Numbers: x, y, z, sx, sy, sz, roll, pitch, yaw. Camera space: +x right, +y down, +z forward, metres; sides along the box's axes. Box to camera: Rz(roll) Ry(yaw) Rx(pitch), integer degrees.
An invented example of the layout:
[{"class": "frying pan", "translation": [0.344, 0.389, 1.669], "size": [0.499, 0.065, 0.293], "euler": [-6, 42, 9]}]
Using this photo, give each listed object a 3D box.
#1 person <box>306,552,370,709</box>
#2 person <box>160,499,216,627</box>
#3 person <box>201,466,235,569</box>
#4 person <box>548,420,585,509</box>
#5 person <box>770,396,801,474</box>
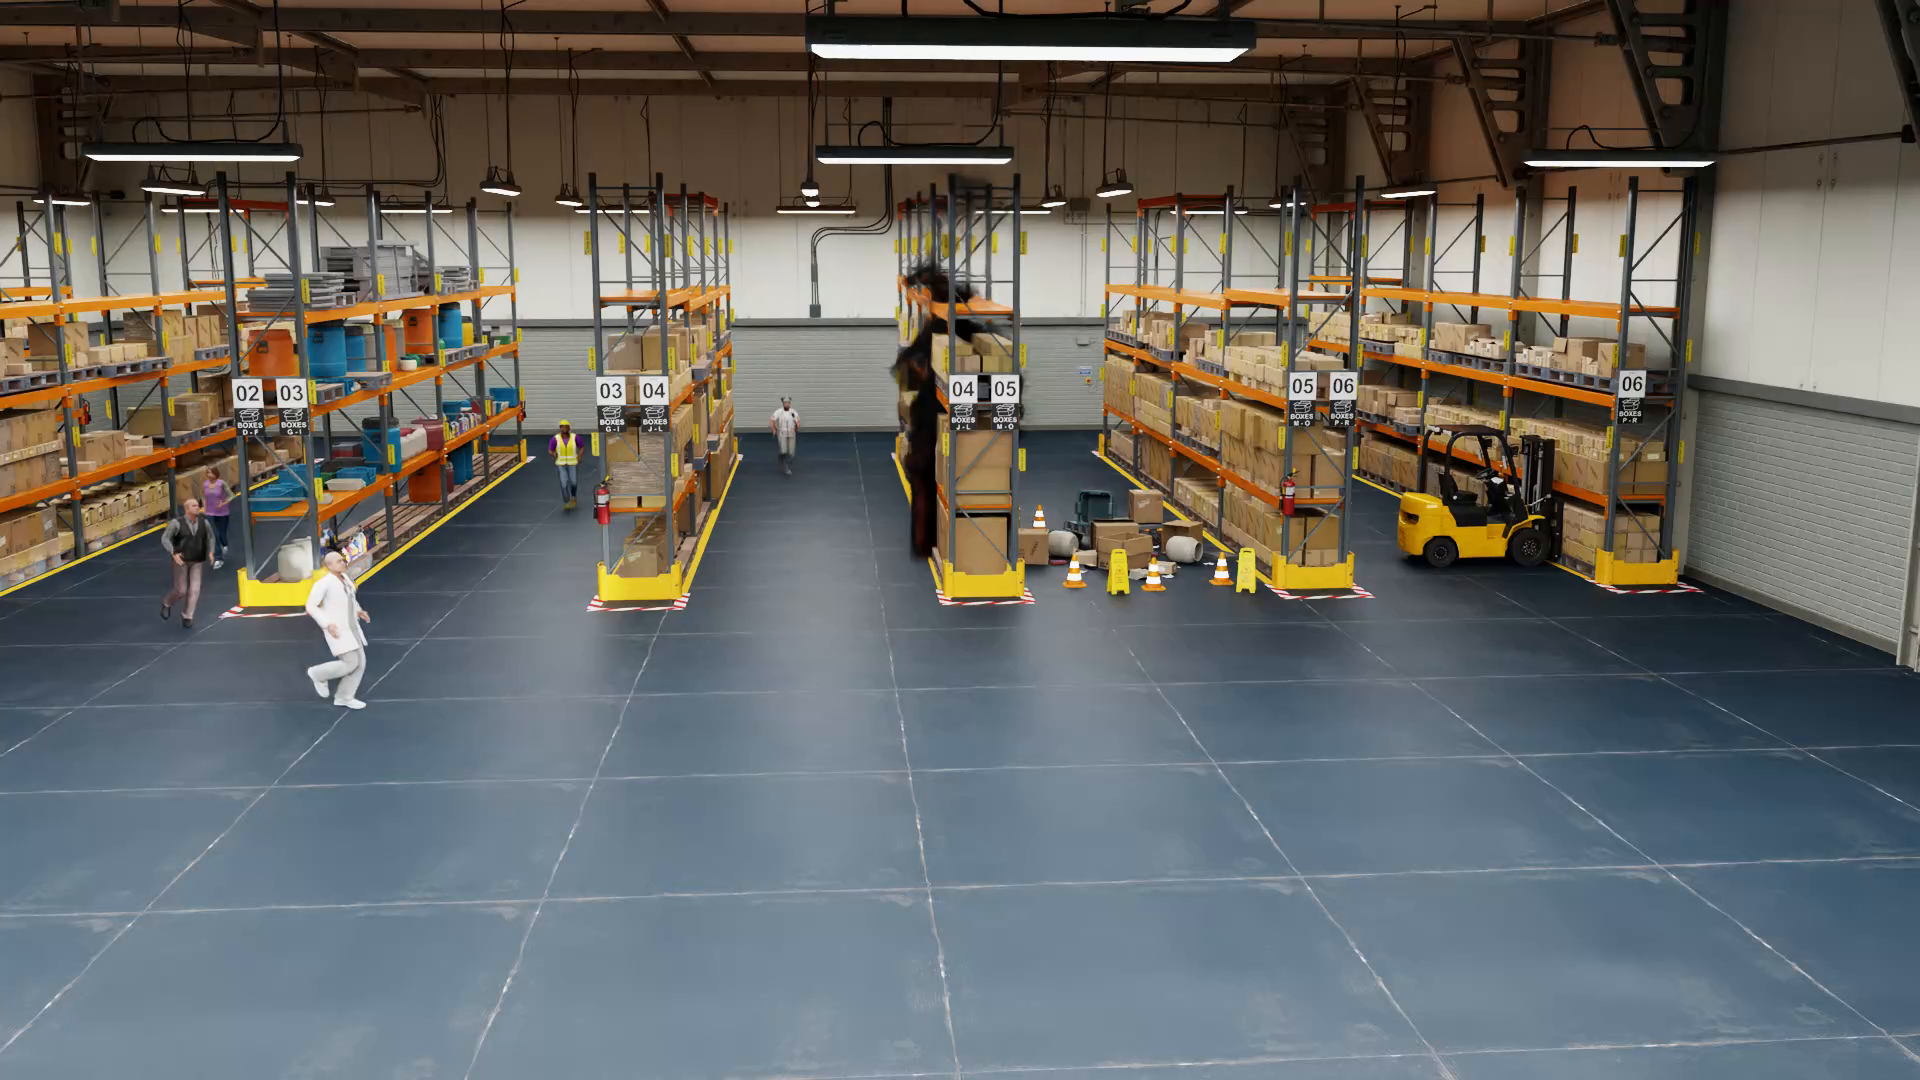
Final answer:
[{"class": "person", "translation": [-6.801, 0.986, 18.190], "size": [0.640, 1.737, 0.709], "euler": [3, 10, 14]}, {"class": "person", "translation": [-10.315, 0.284, 22.290], "size": [0.681, 1.675, 0.725], "euler": [10, 14, 43]}, {"class": "person", "translation": [-11.765, -0.387, 26.378], "size": [0.532, 1.597, 0.756], "euler": [-2, 10, -10]}, {"class": "person", "translation": [-7.512, -1.437, 31.801], "size": [0.686, 1.721, 0.592], "euler": [-2, 10, -13]}, {"class": "person", "translation": [-3.830, -2.311, 36.780], "size": [0.657, 1.735, 0.586], "euler": [-3, 10, -16]}]
